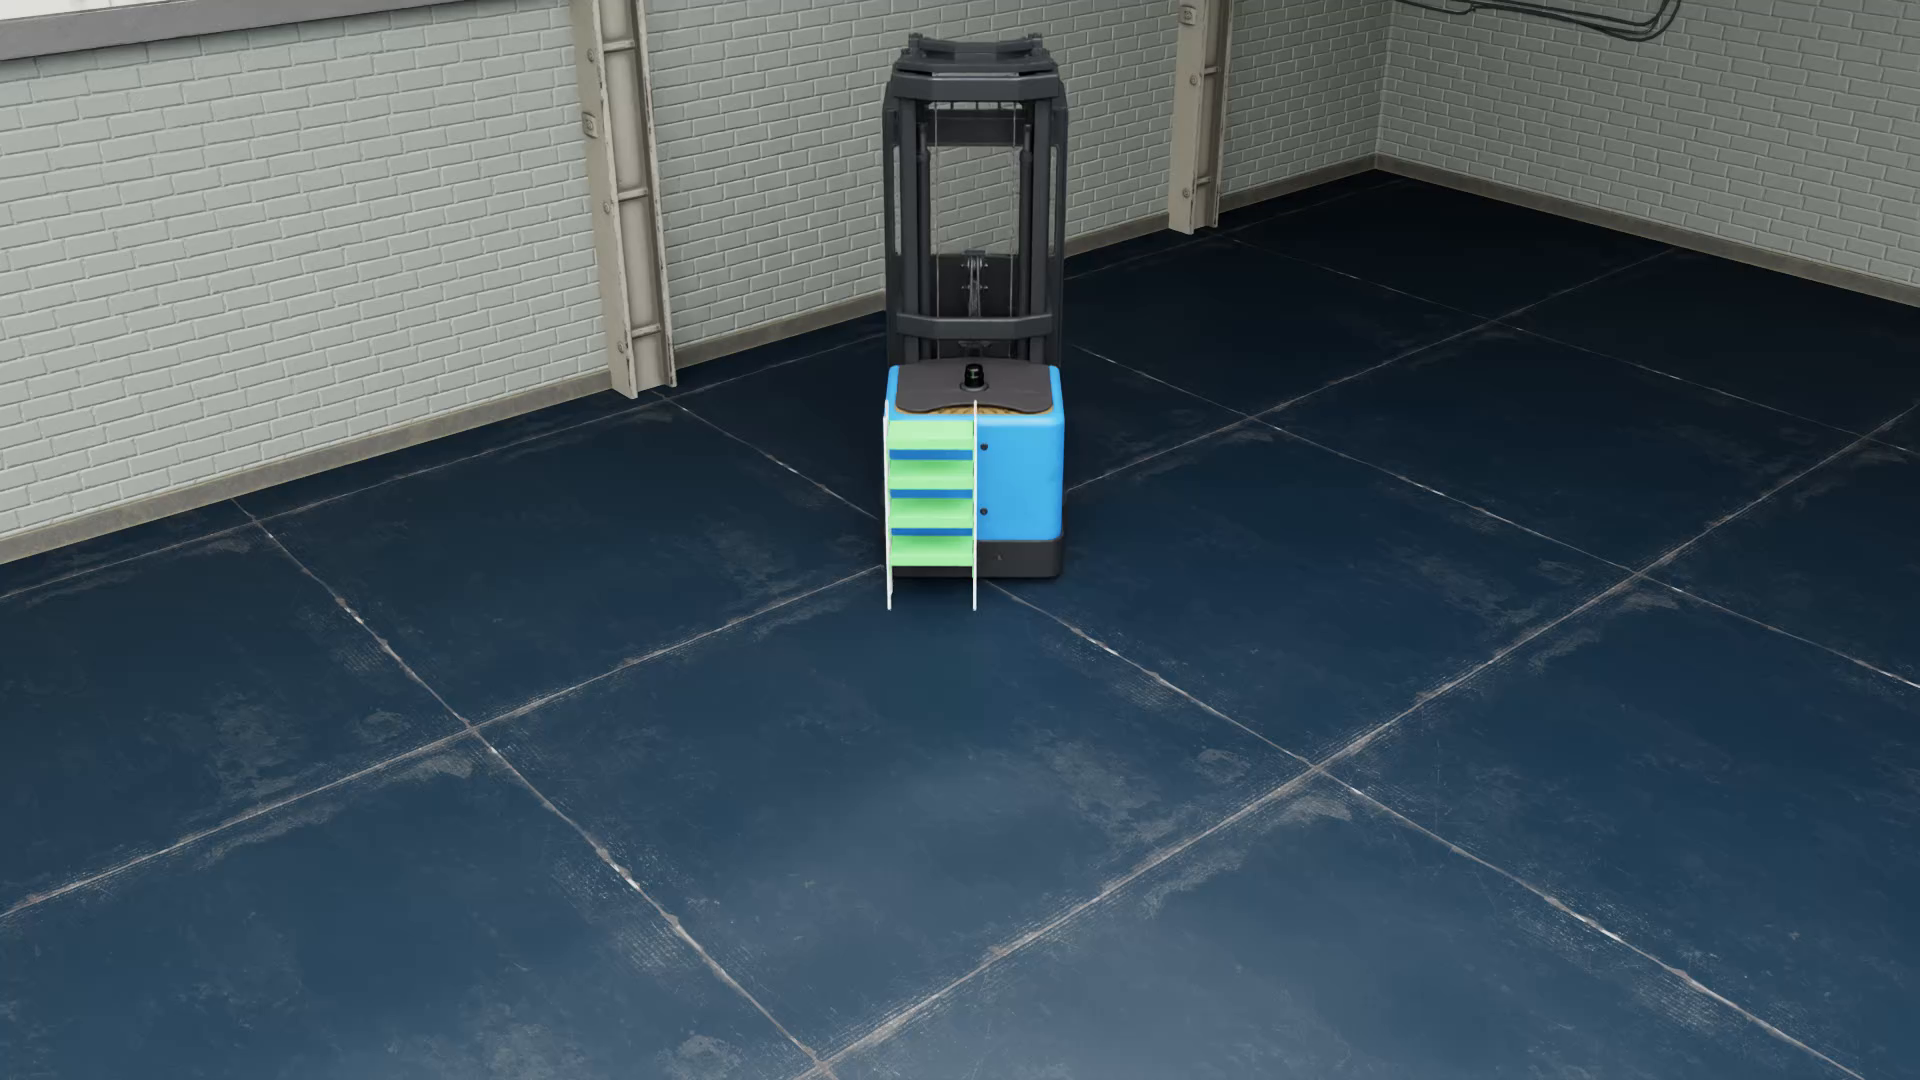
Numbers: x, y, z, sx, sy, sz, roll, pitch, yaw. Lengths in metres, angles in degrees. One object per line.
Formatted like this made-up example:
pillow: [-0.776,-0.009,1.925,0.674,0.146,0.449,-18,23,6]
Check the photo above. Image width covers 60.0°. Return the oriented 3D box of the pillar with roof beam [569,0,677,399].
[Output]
pillar with roof beam: [0.438,-3.573,7.388,0.400,9.000,9.100,-22,35,-35]

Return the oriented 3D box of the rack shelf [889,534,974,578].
rack shelf: [-0.159,0.088,9.457,0.480,0.148,0.258,0,28,0]

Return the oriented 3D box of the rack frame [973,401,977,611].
rack frame: [0.085,-0.179,9.312,0.015,1.200,0.240,0,28,0]

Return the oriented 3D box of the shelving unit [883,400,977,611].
shelving unit: [-0.159,-0.180,9.314,0.503,1.200,0.258,0,28,0]

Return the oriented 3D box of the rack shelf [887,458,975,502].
rack shelf: [-0.159,-0.335,9.231,0.480,0.148,0.258,0,28,0]

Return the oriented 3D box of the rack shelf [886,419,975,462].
rack shelf: [-0.159,-0.547,9.118,0.480,0.148,0.258,0,28,0]

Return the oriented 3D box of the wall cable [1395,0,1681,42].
wall cable: [5.308,-6.009,15.242,0.112,2.526,3.097,-22,35,-35]

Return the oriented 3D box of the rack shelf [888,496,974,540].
rack shelf: [-0.159,-0.124,9.344,0.480,0.148,0.258,0,28,0]

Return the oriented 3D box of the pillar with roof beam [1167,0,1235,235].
pillar with roof beam: [5.003,-5.408,10.822,0.400,9.000,9.100,-22,35,-35]

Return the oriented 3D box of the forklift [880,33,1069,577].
forklift: [0.090,-1.726,10.371,1.130,2.935,3.031,0,28,0]

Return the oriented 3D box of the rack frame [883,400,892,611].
rack frame: [-0.403,-0.181,9.316,0.015,1.200,0.240,0,28,0]
